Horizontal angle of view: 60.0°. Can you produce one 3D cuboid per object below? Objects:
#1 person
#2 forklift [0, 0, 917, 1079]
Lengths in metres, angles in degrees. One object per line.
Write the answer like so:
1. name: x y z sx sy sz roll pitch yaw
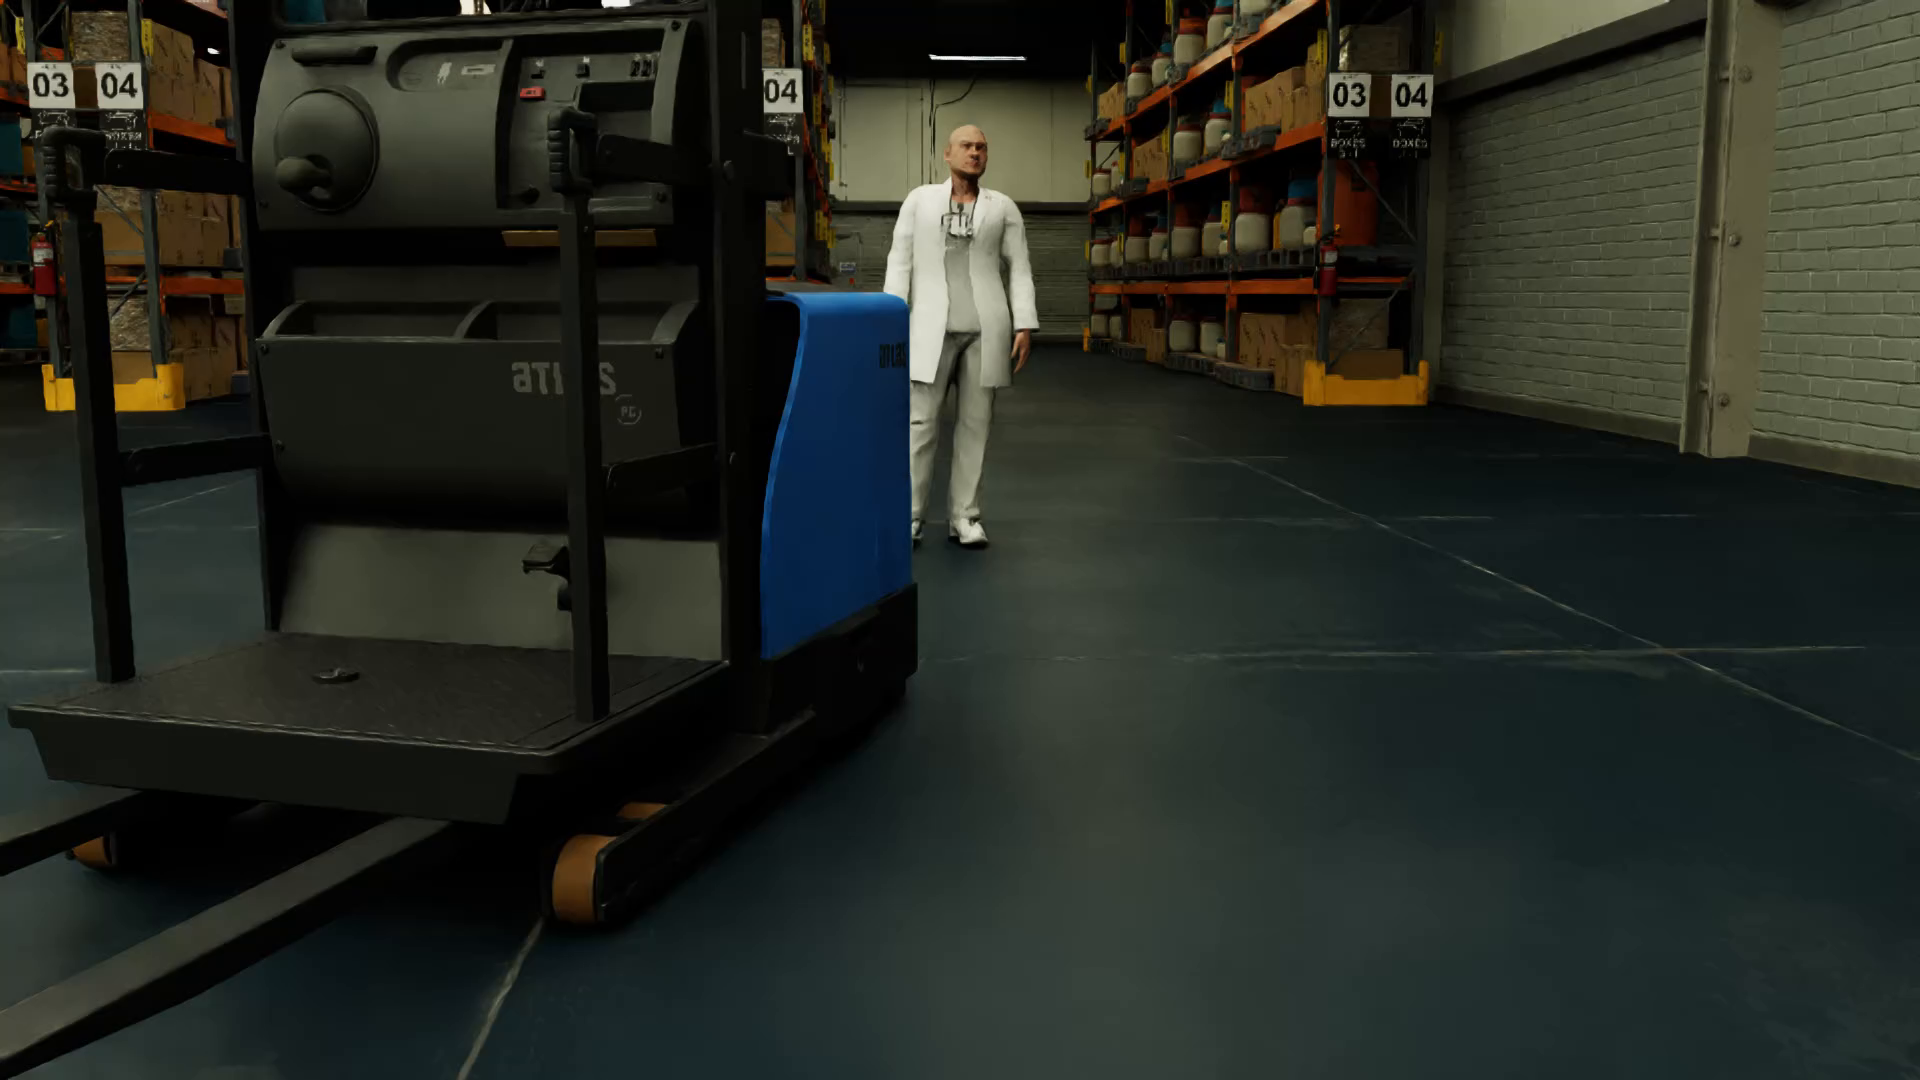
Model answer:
1. person: 0.001 -0.873 7.088 0.694 1.776 0.579 -1 8 -4
2. forklift: -1.022 -0.849 3.046 1.130 2.935 3.031 2 9 16
